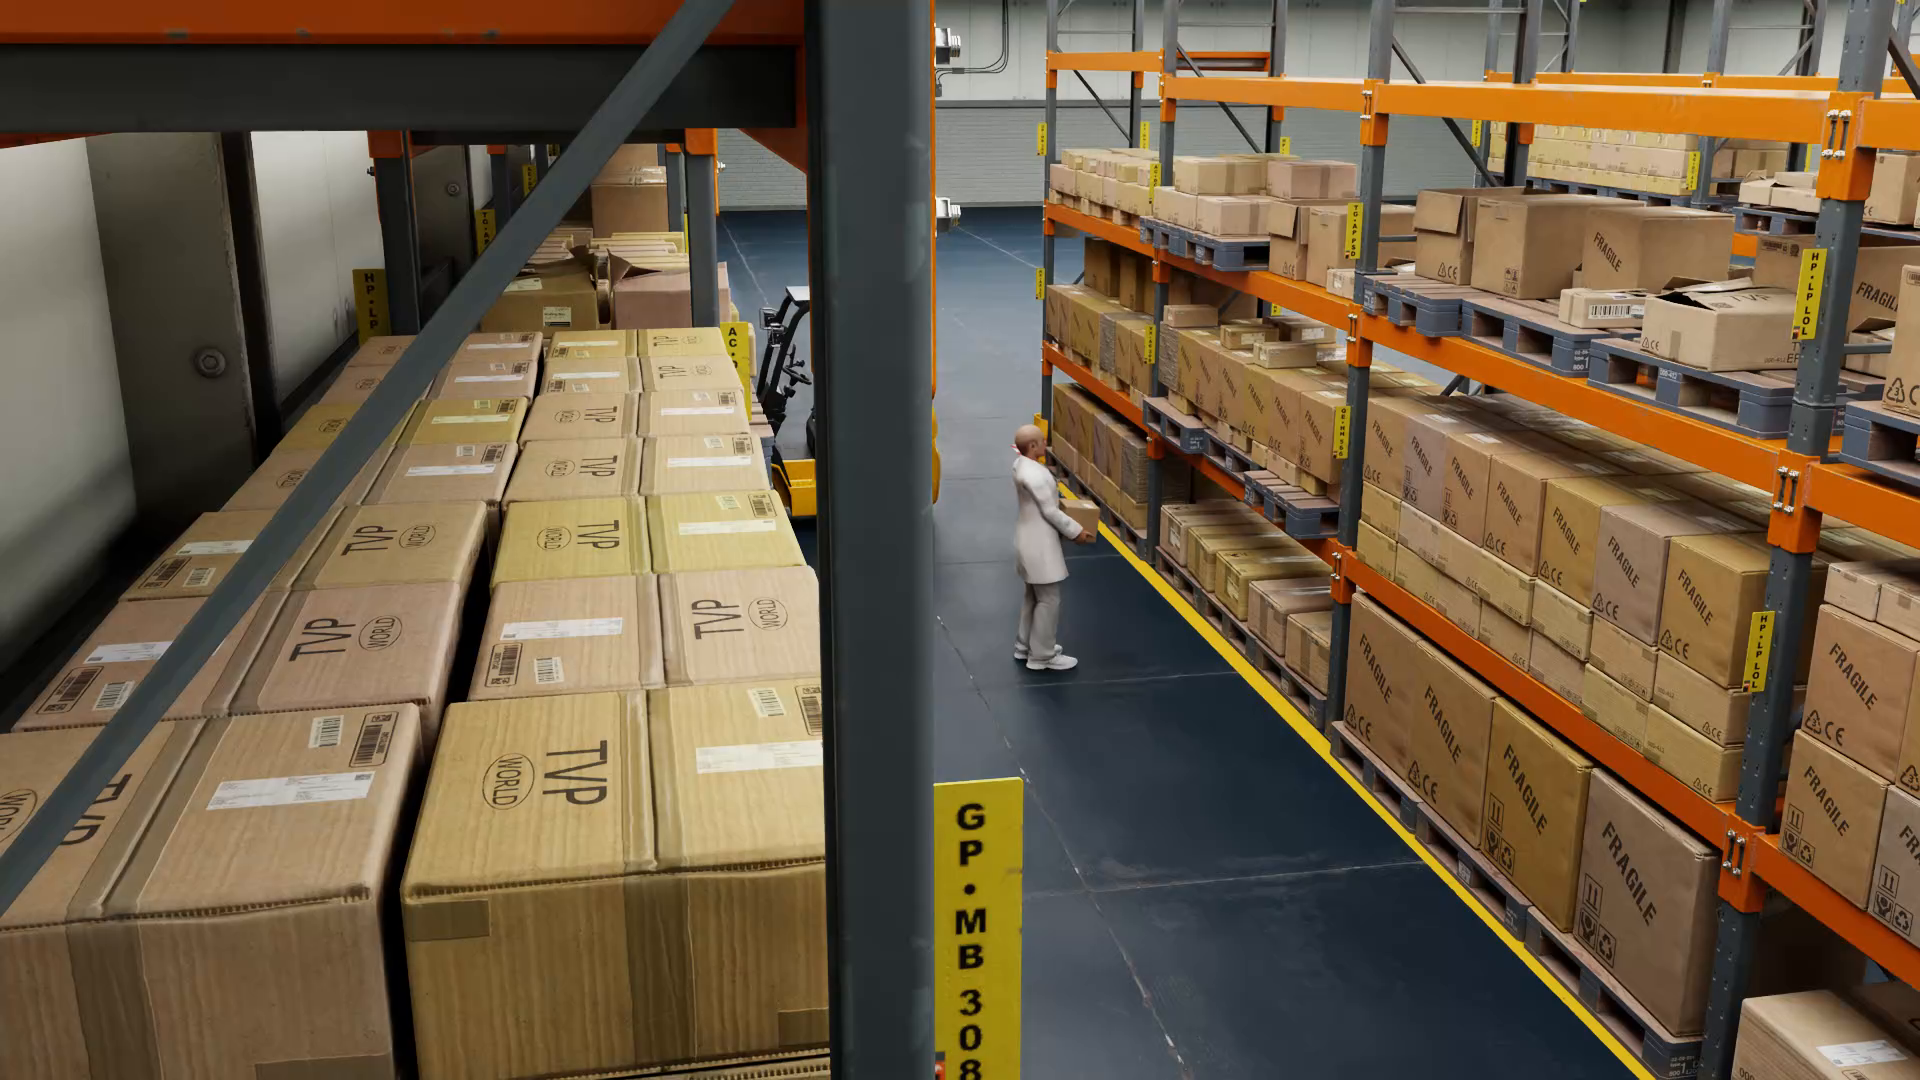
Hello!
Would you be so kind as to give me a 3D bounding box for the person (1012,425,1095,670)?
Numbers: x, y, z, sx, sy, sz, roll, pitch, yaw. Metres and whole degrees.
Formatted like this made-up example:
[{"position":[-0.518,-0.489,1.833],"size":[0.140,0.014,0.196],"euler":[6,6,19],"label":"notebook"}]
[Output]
[{"position":[0.659,0.040,11.932],"size":[0.561,1.772,0.529],"euler":[-3,16,-9],"label":"person"}]
